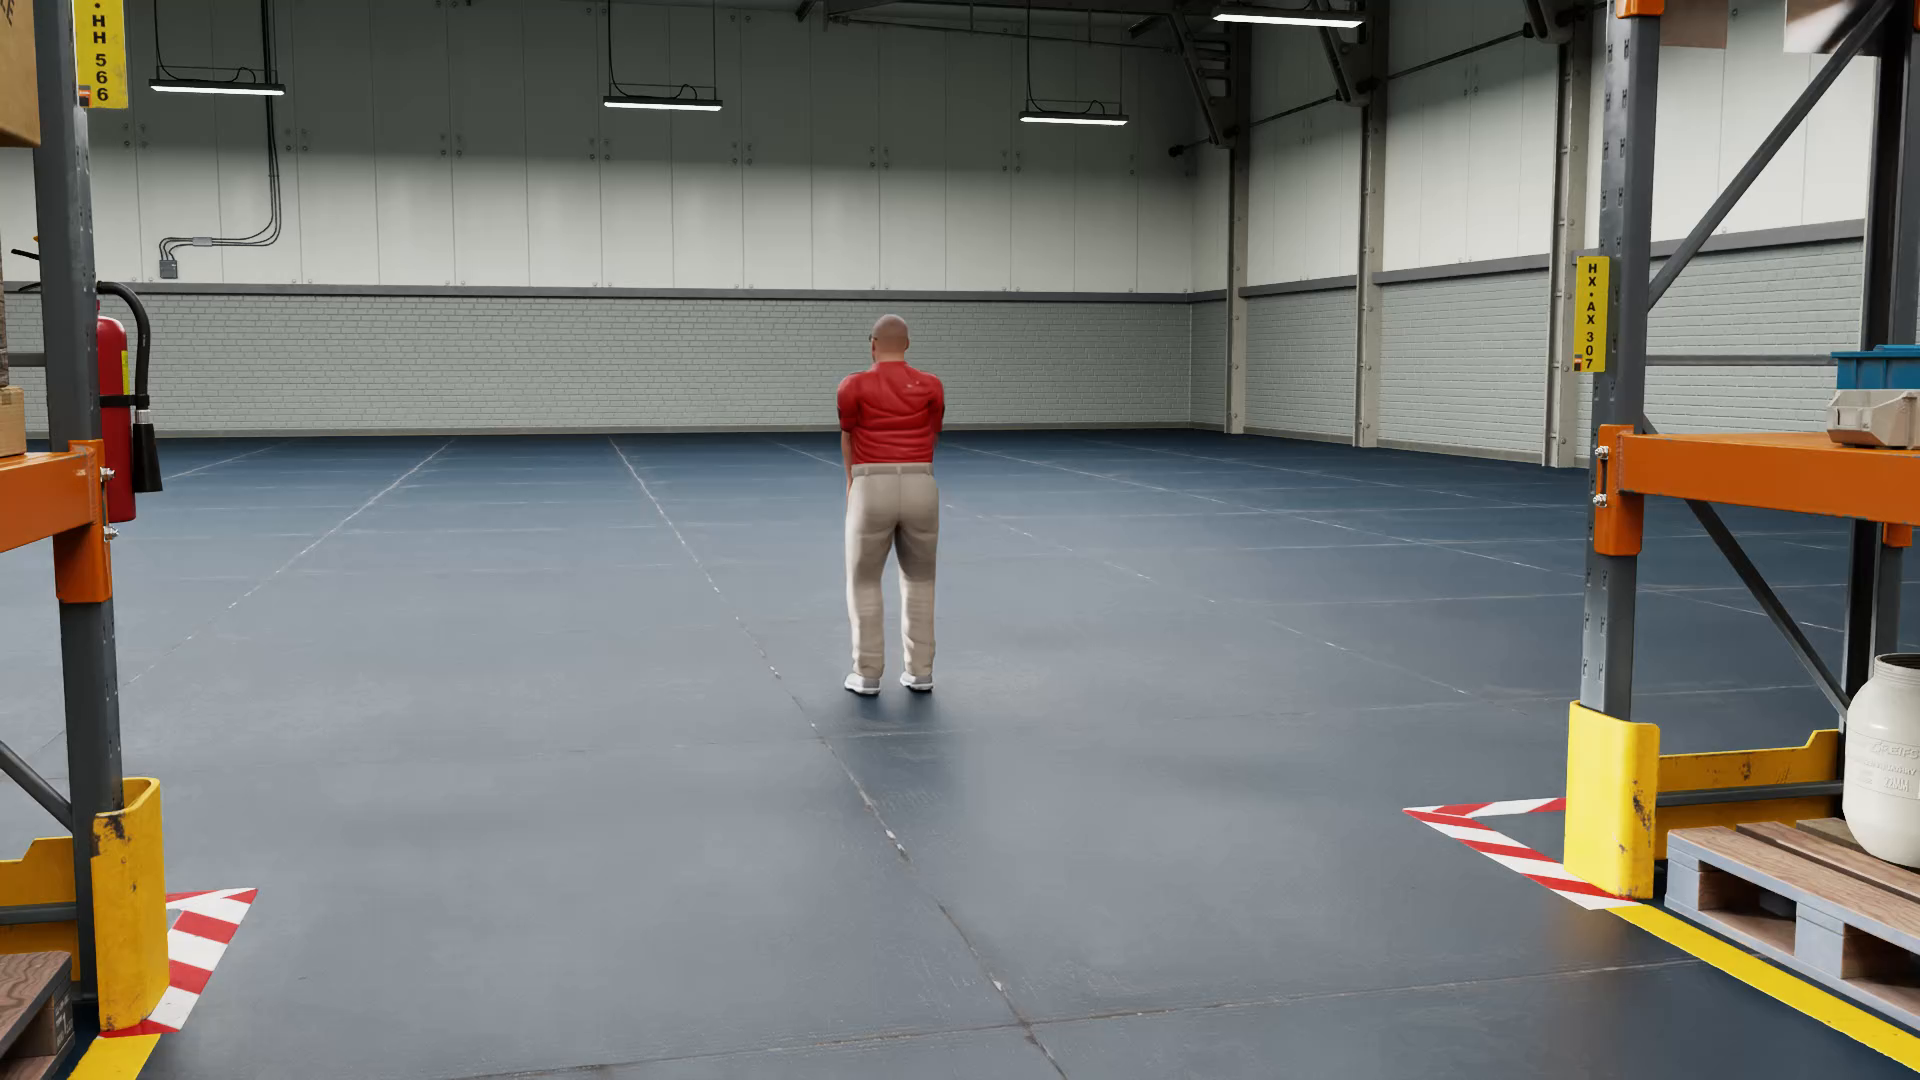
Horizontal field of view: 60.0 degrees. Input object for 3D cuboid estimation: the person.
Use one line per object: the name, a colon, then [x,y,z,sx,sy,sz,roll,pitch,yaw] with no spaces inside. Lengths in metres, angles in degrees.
person: [-0.337,-0.167,7.650,0.494,1.719,0.531,-1,6,-13]
